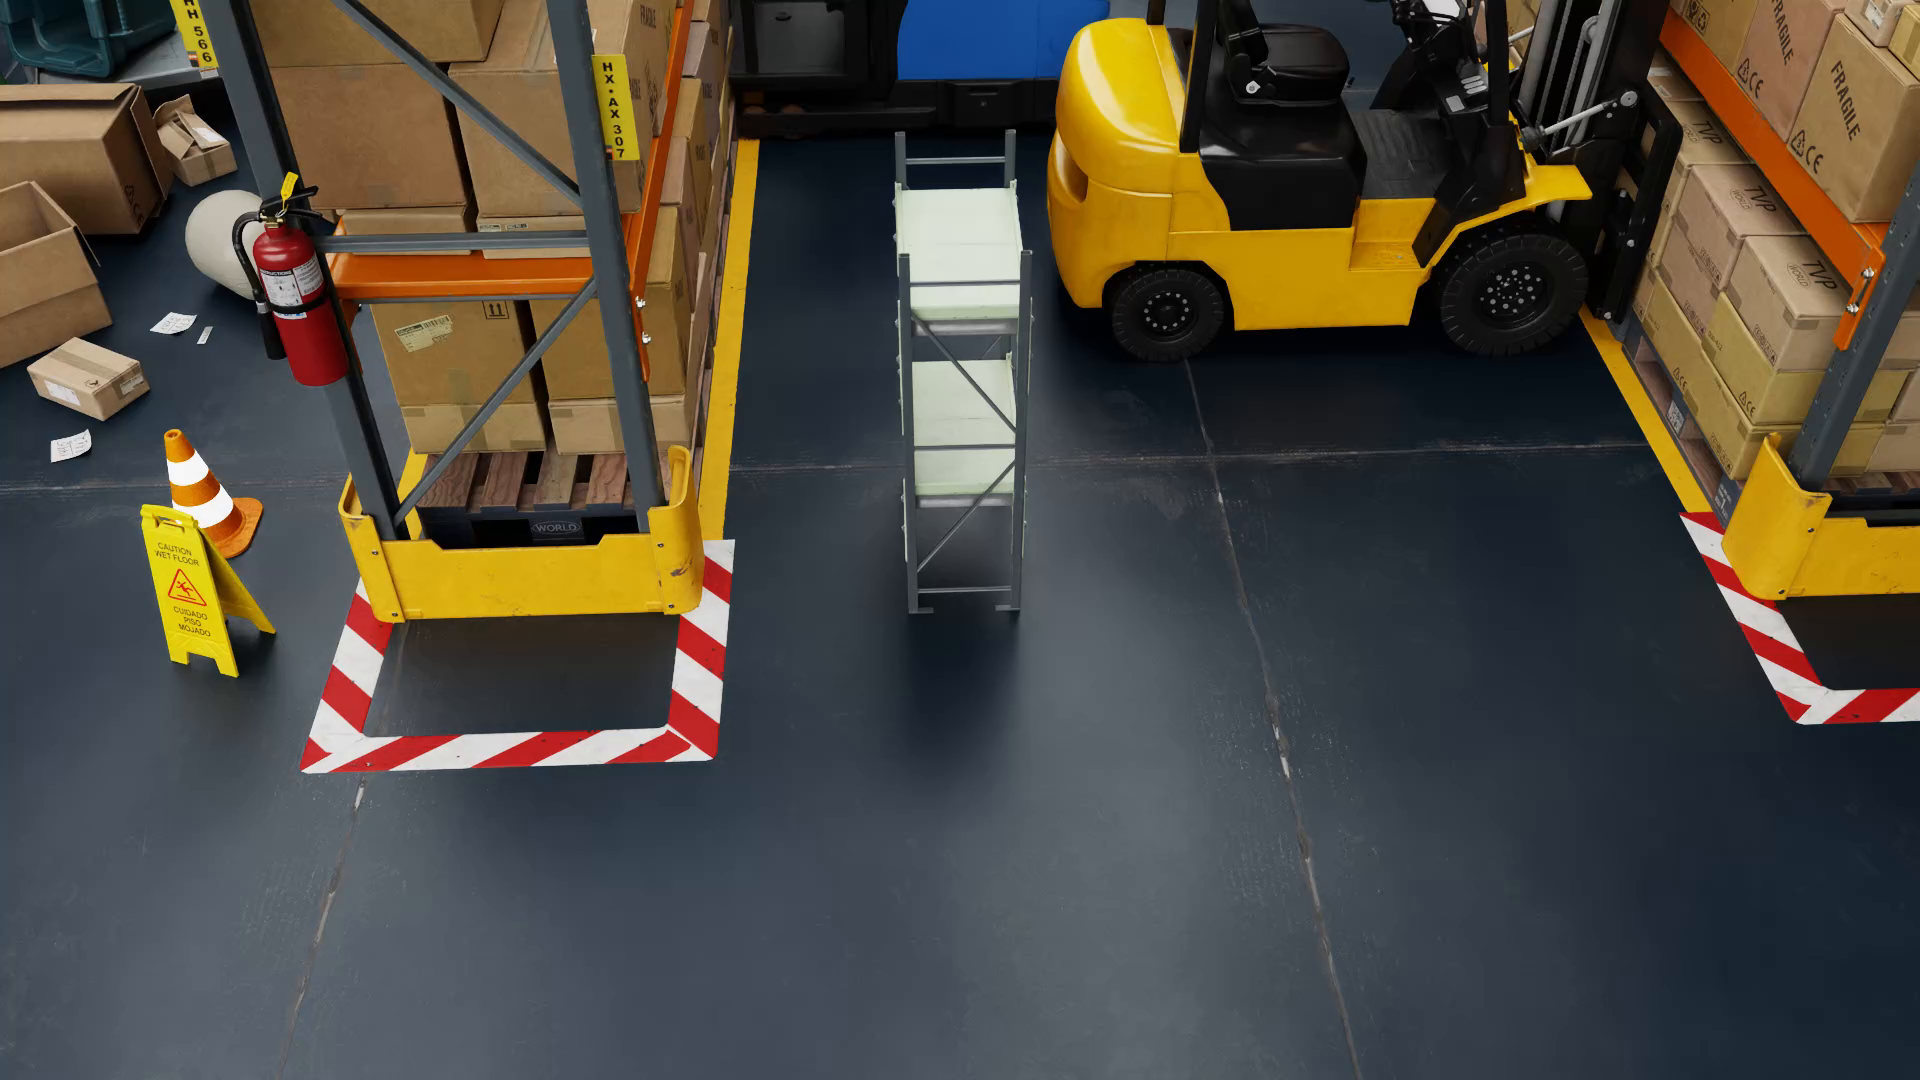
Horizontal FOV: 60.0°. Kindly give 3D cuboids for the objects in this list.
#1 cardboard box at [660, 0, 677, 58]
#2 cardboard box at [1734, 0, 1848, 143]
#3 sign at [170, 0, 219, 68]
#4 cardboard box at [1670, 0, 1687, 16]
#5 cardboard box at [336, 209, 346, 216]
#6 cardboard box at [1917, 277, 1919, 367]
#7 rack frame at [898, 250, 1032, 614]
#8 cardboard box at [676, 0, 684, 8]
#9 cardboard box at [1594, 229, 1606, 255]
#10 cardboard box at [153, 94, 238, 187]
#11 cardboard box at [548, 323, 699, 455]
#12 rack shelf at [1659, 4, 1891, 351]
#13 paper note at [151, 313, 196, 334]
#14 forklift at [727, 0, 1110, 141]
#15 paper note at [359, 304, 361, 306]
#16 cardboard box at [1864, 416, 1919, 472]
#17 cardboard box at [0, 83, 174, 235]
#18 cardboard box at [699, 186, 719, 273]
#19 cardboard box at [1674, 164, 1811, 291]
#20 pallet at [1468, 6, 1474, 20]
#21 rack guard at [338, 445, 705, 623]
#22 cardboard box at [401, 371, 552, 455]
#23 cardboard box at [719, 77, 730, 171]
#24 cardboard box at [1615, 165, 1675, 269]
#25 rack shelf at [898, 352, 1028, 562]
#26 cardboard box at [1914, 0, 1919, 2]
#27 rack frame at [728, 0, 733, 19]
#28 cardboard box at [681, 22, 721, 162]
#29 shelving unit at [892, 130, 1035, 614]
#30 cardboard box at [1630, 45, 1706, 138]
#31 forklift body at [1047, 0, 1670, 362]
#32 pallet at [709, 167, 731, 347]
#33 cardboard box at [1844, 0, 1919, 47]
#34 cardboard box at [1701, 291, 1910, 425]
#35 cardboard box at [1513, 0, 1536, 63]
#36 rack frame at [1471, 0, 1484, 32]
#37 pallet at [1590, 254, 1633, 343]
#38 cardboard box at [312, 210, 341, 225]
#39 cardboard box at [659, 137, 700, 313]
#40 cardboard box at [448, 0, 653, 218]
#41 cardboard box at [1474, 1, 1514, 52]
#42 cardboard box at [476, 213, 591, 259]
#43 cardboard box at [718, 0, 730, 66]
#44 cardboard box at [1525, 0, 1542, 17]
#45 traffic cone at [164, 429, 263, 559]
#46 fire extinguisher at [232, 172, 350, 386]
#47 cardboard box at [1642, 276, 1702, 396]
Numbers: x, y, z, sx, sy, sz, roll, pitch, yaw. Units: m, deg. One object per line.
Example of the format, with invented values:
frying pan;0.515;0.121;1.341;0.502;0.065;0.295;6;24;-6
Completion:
cardboard box;-1.314;-2.059;5.982;0.500;0.500;0.500;-2;43;-3
cardboard box;3.140;-1.748;5.864;0.500;0.500;0.500;0;43;0
sign;-2.078;-1.432;4.502;0.100;0.325;0.005;-2;43;-2
cardboard box;3.086;-2.433;6.611;0.500;0.500;0.500;-1;43;-2
cardboard box;-1.874;-1.213;5.539;0.380;0.149;0.250;-2;43;-2
cardboard box;3.605;-0.876;5.970;0.500;0.250;0.500;-2;43;-2
rack frame;0.016;-0.301;5.469;0.400;1.500;0.023;-2;43;-2
cardboard box;-1.300;-2.259;6.680;0.380;0.149;0.250;-1;43;-1
cardboard box;3.032;-1.510;7.401;0.500;0.250;0.500;0;43;0
cardboard box;-3.803;-1.972;8.205;0.258;0.266;0.396;-32;51;-30
cardboard box;-1.281;-0.585;6.393;0.500;0.250;0.500;-2;43;-2
rack shelf;3.351;-2.121;6.877;1.077;0.370;4.000;-2;43;-2
paper note;-3.438;-0.951;7.274;0.148;0.019;0.142;12;44;13
forklift;-0.780;-3.480;7.878;3.031;2.935;1.130;-1;43;-1
paper note;-2.738;-1.054;7.377;0.142;0.019;0.148;-16;45;-16
cardboard box;3.611;-0.515;6.316;0.500;0.250;0.500;-1;43;-2
cardboard box;-4.175;-1.765;7.703;0.797;0.637;0.503;-2;43;-2
cardboard box;-1.331;-1.298;7.170;0.500;0.250;0.500;1;43;1
cardboard box;3.077;-1.193;6.315;0.500;0.250;0.500;-1;43;-1
pallet;3.196;-3.205;9.590;1.003;0.211;1.213;-2;43;-2
rack guard;-1.526;-0.021;5.903;1.175;0.500;0.348;-2;43;-2
cardboard box;-1.827;-0.587;6.394;0.500;0.250;0.500;-2;43;-2
cardboard box;-1.367;-1.982;7.917;0.500;0.250;0.500;-3;43;-3
cardboard box;3.050;-1.368;6.877;0.500;0.250;0.500;-3;43;-3
rack shelf;0.000;-0.308;5.959;0.431;0.370;0.720;-2;43;-2
cardboard box;3.169;-1.823;5.245;0.380;0.149;0.250;-2;43;-2
rack frame;-1.693;-3.592;7.949;1.000;3.000;0.127;-2;43;-2
cardboard box;-1.353;-1.930;7.305;0.500;0.500;0.500;0;43;0
shelving unit;0.000;-0.548;5.738;0.431;1.500;0.755;-2;43;-2
cardboard box;3.032;-1.875;7.060;0.500;0.250;0.500;-2;43;-3
forklift body;1.533;-1.951;6.787;2.313;2.155;1.214;-2;43;-2
pallet;-1.574;-1.286;7.497;1.003;0.211;1.213;-2;43;-2
cardboard box;3.101;-1.710;5.342;0.380;0.149;0.250;-1;43;-1
cardboard box;3.103;-0.681;6.128;0.500;0.250;0.500;-2;43;-2
cardboard box;3.002;-2.387;7.988;0.500;0.250;0.500;-2;43;-2
rack frame;3.266;-3.737;8.107;1.000;3.000;0.127;-2;43;-2
pallet;3.313;-1.345;7.561;1.003;0.211;1.213;-2;43;-2
cardboard box;-3.007;-1.909;7.961;0.500;0.500;0.500;27;49;27
cardboard box;-1.309;-1.230;6.542;0.500;0.500;0.500;-3;43;-3
cardboard box;-1.266;-1.366;5.226;0.500;0.500;0.500;-2;43;-2
cardboard box;2.956;-2.542;8.527;0.500;0.250;0.500;-1;43;-1
cardboard box;-1.331;-1.034;5.344;0.380;0.149;0.250;-1;43;-2
cardboard box;-1.400;-2.618;8.055;0.500;0.500;0.500;-2;43;-2
cardboard box;2.985;-2.565;7.813;0.500;0.250;0.500;-2;43;-2
traffic cone;-2.830;-0.209;6.136;0.336;0.463;0.334;-2;43;-2
fire extinguisher;-1.979;-0.772;4.930;0.296;0.674;0.183;-2;43;-2
cardboard box;3.089;-0.822;6.651;0.500;0.250;0.500;-2;43;-2
